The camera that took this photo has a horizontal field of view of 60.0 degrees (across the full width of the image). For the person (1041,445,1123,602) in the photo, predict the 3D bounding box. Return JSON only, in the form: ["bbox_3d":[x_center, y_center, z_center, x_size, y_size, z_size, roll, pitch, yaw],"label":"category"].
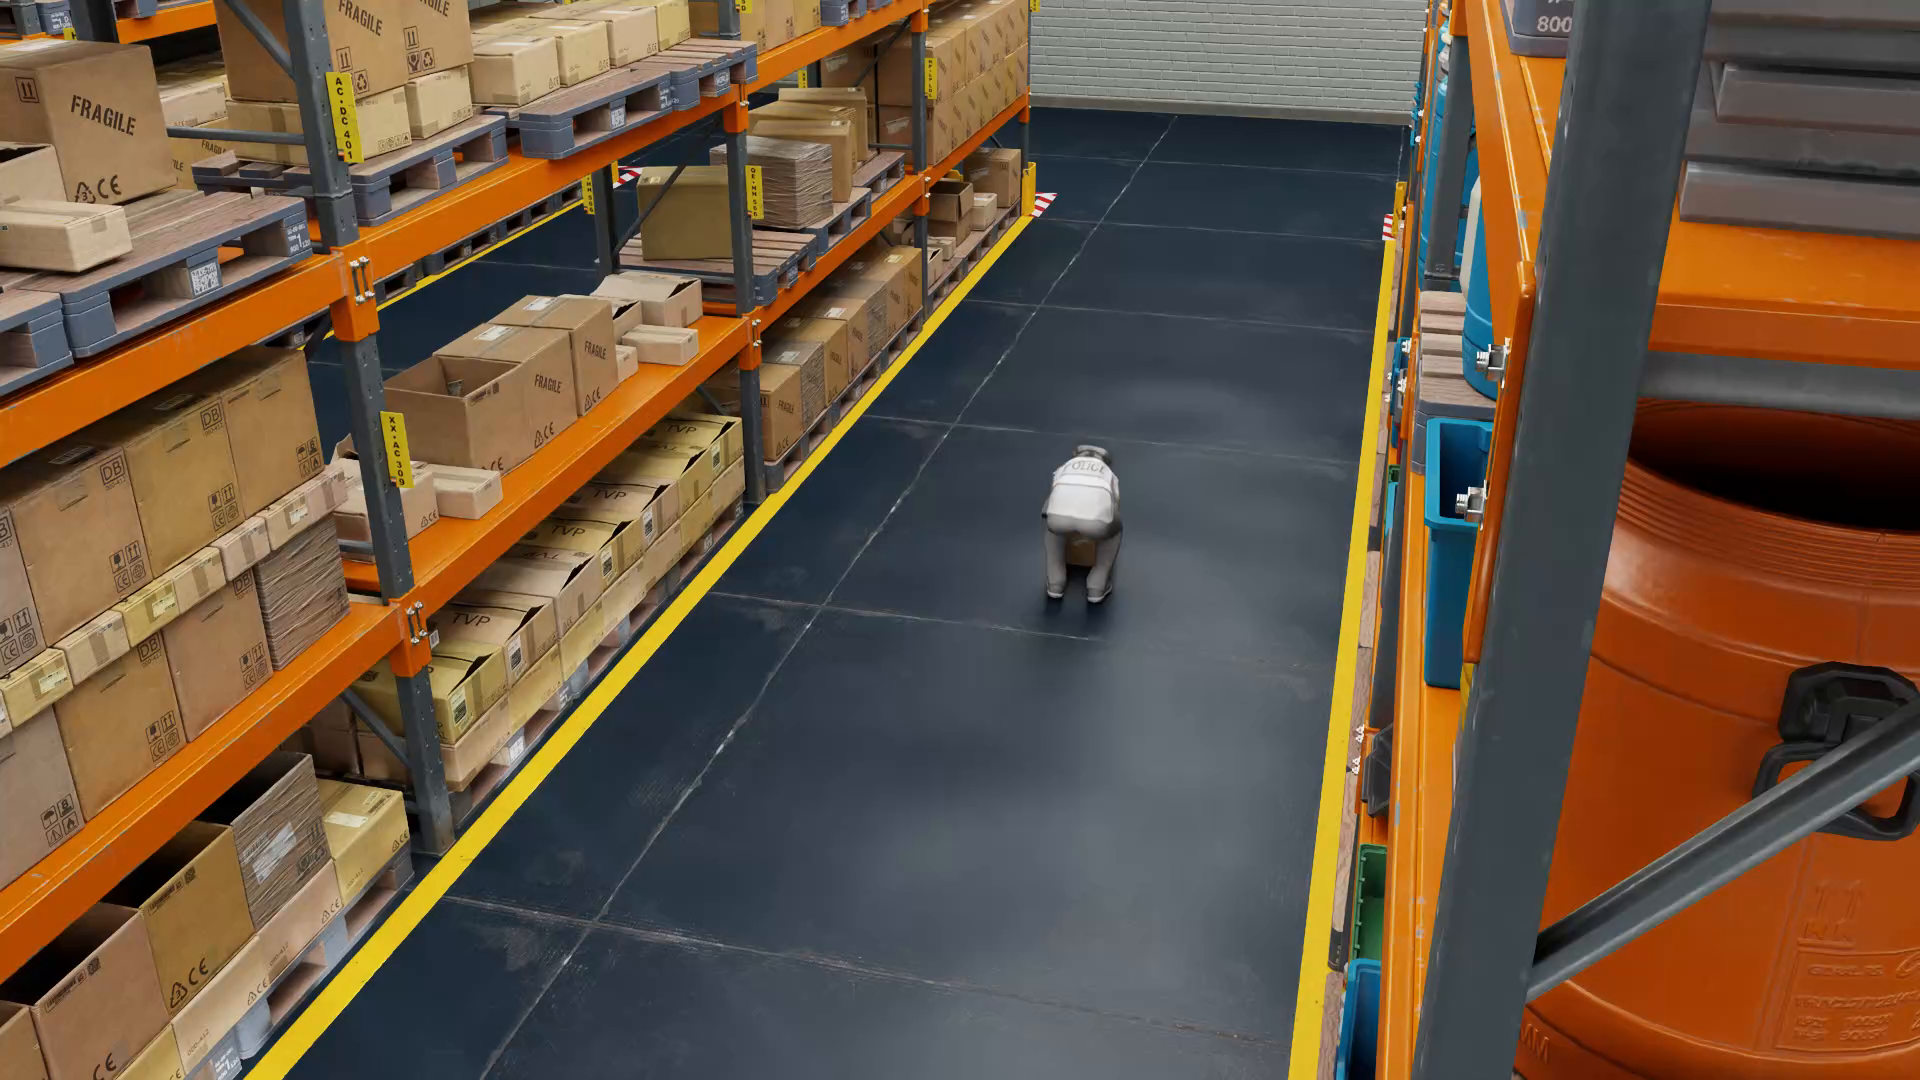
[{"bbox_3d":[0.736,-0.101,9.877,0.467,0.803,0.925,6,26,11],"label":"person"}]
